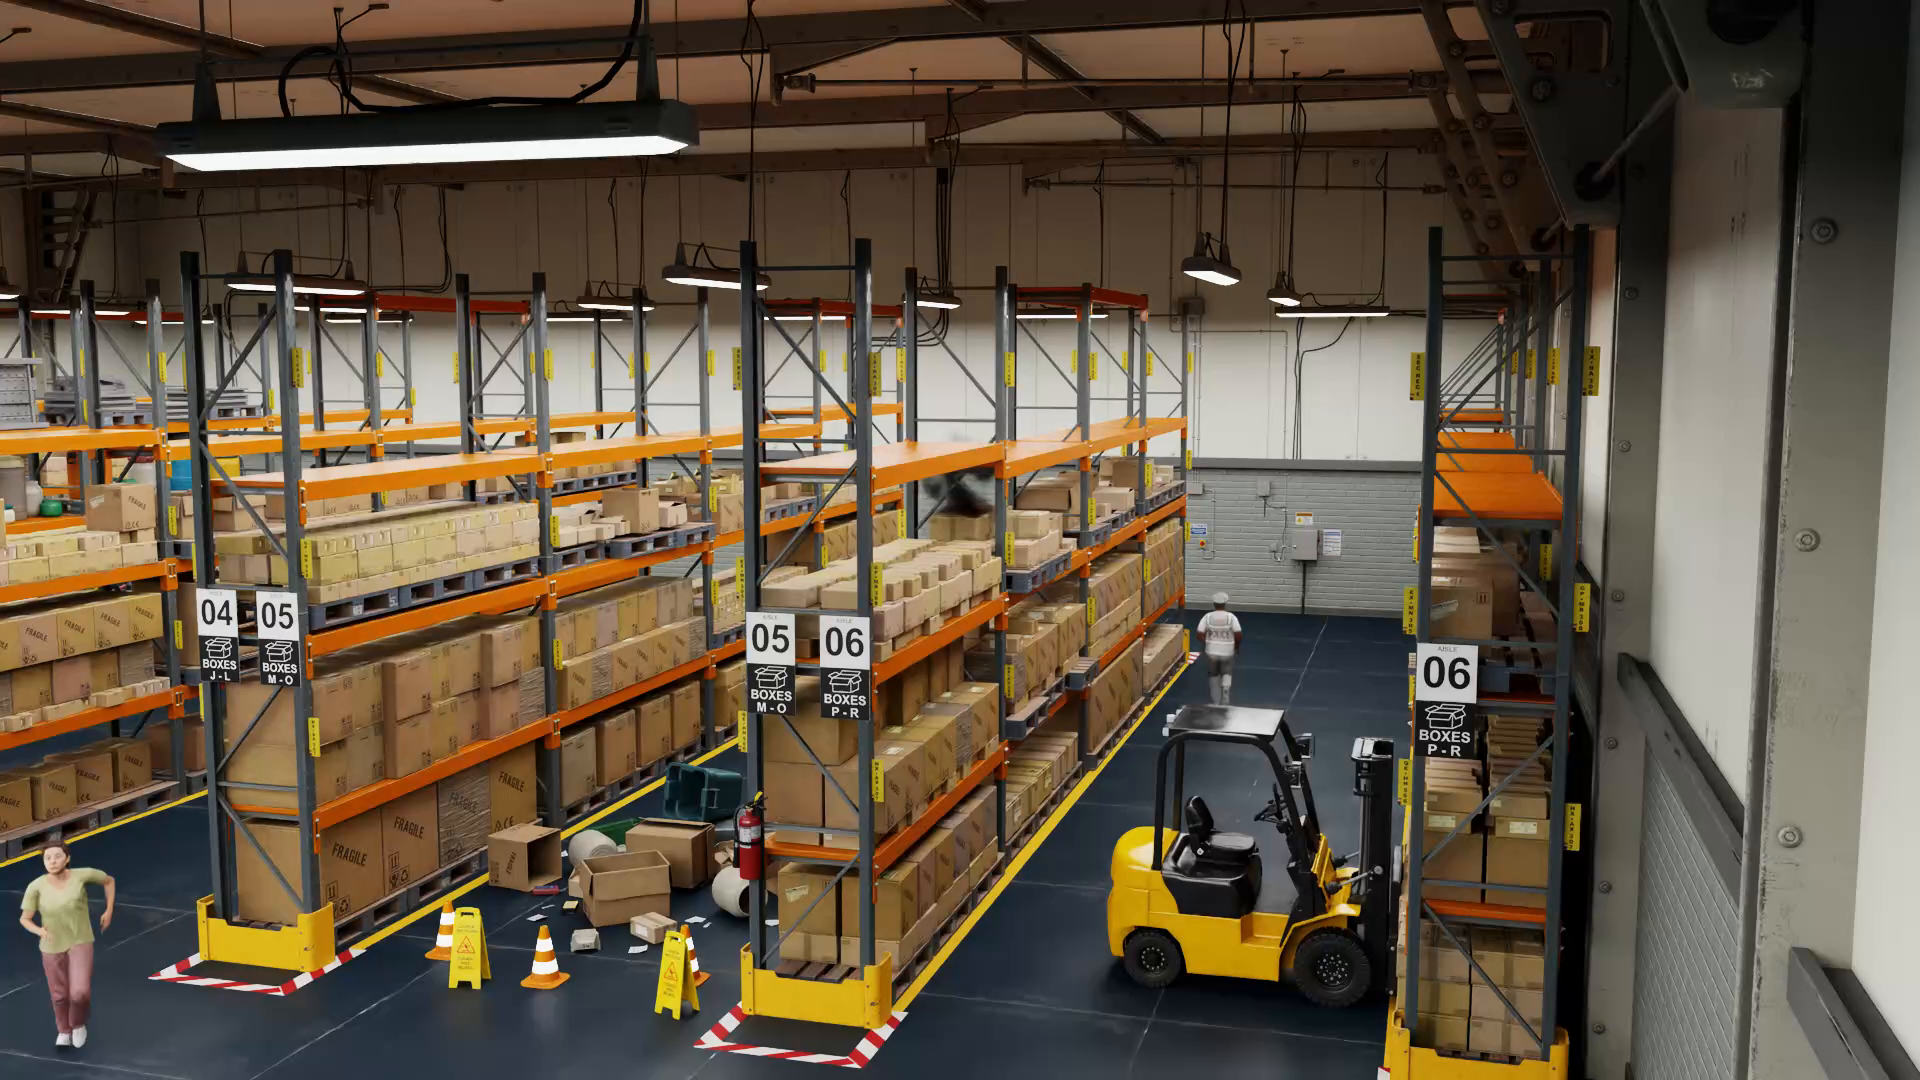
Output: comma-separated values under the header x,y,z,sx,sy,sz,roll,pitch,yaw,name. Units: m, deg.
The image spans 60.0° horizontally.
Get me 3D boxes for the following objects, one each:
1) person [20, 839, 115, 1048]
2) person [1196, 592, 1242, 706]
x,y,z,sx,sy,sz,roll,pitch,yaw,name
-6.540,2.980,12.210,0.595,1.620,0.769,-2,7,-21,person
3.751,1.624,24.055,0.665,1.746,0.603,1,7,13,person
